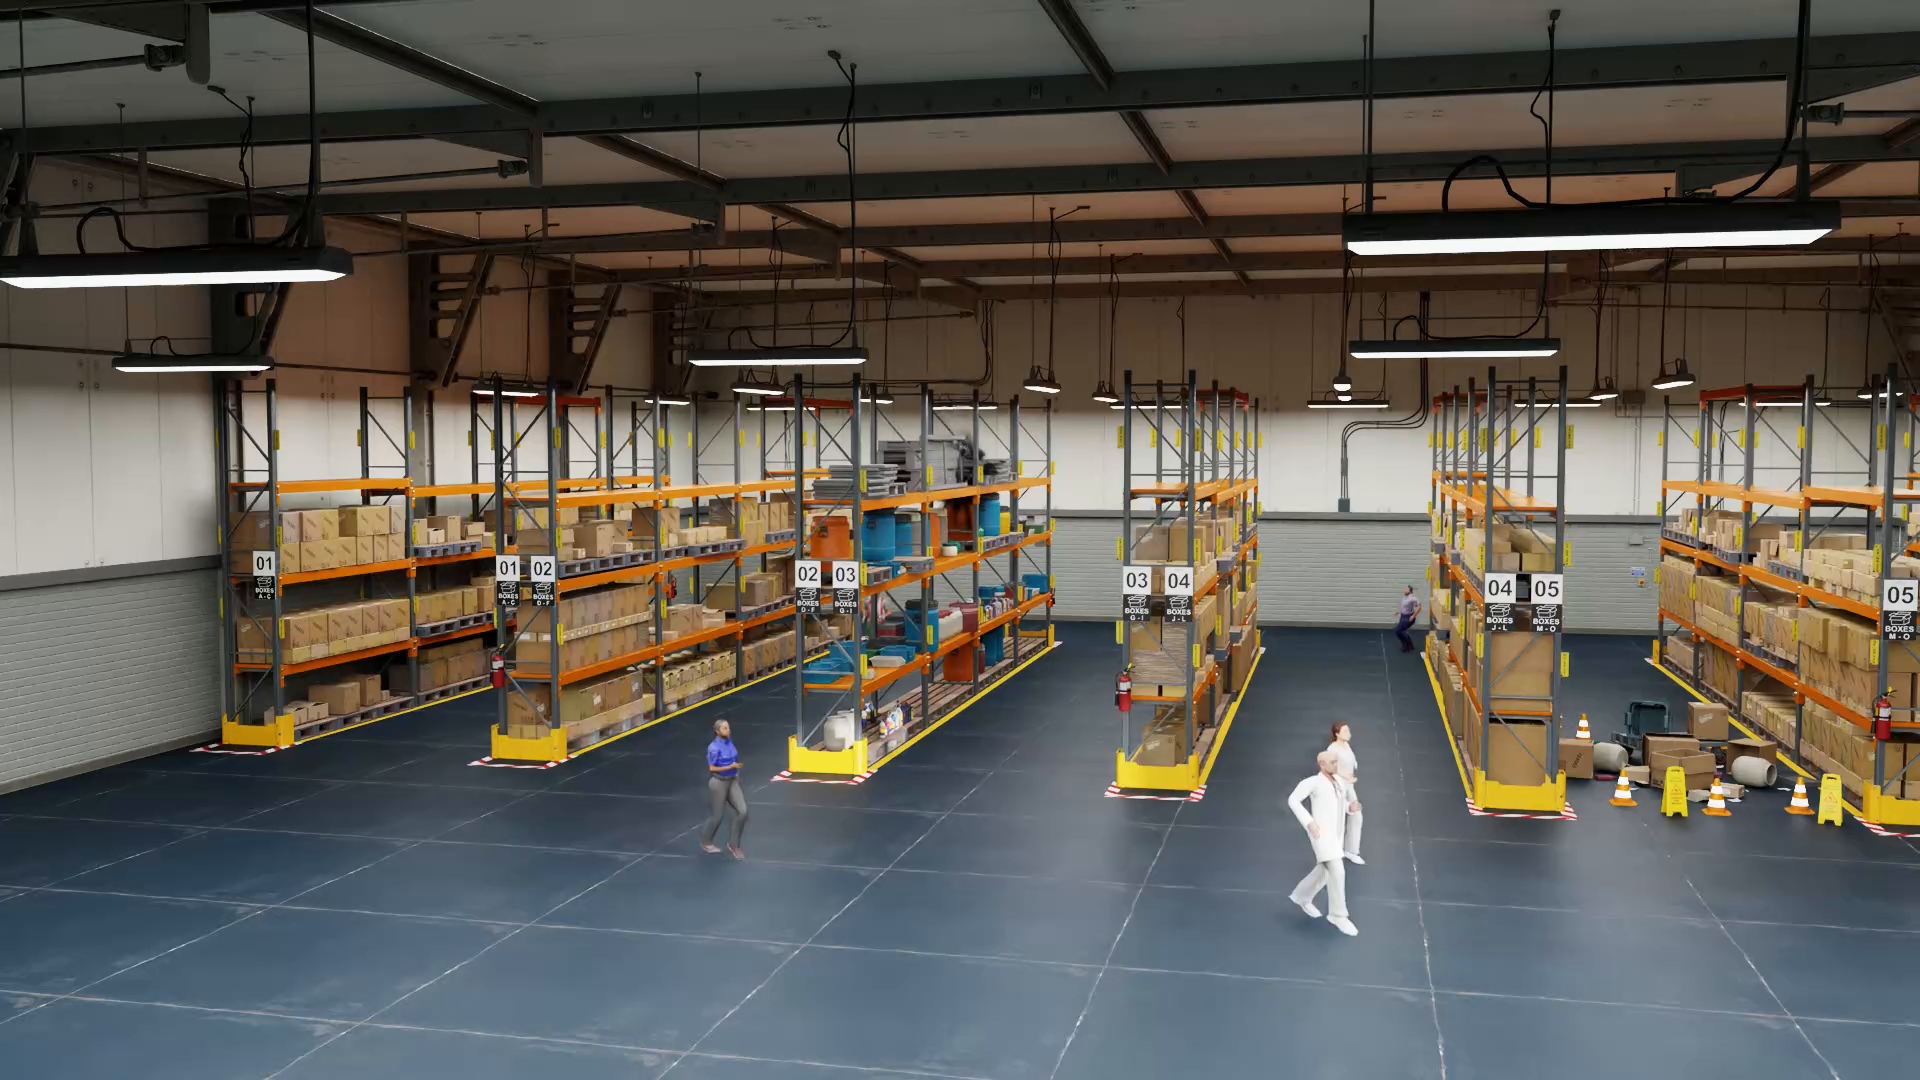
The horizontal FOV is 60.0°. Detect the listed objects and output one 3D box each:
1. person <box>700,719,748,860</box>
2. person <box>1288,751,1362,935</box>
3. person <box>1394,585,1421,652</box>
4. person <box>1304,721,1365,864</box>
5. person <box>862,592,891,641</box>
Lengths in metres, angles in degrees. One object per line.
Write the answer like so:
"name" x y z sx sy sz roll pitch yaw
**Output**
"person" -2.811 2.989 19.875 0.702 1.713 0.555 2 4 35
"person" 3.759 3.078 17.137 0.876 1.822 0.694 3 5 43
"person" 10.512 1.855 39.157 0.592 1.594 0.667 0 3 -7
"person" 4.512 2.998 19.947 0.577 1.680 0.869 -3 5 -41
"person" -1.877 1.849 37.125 0.667 1.659 0.838 0 3 4
